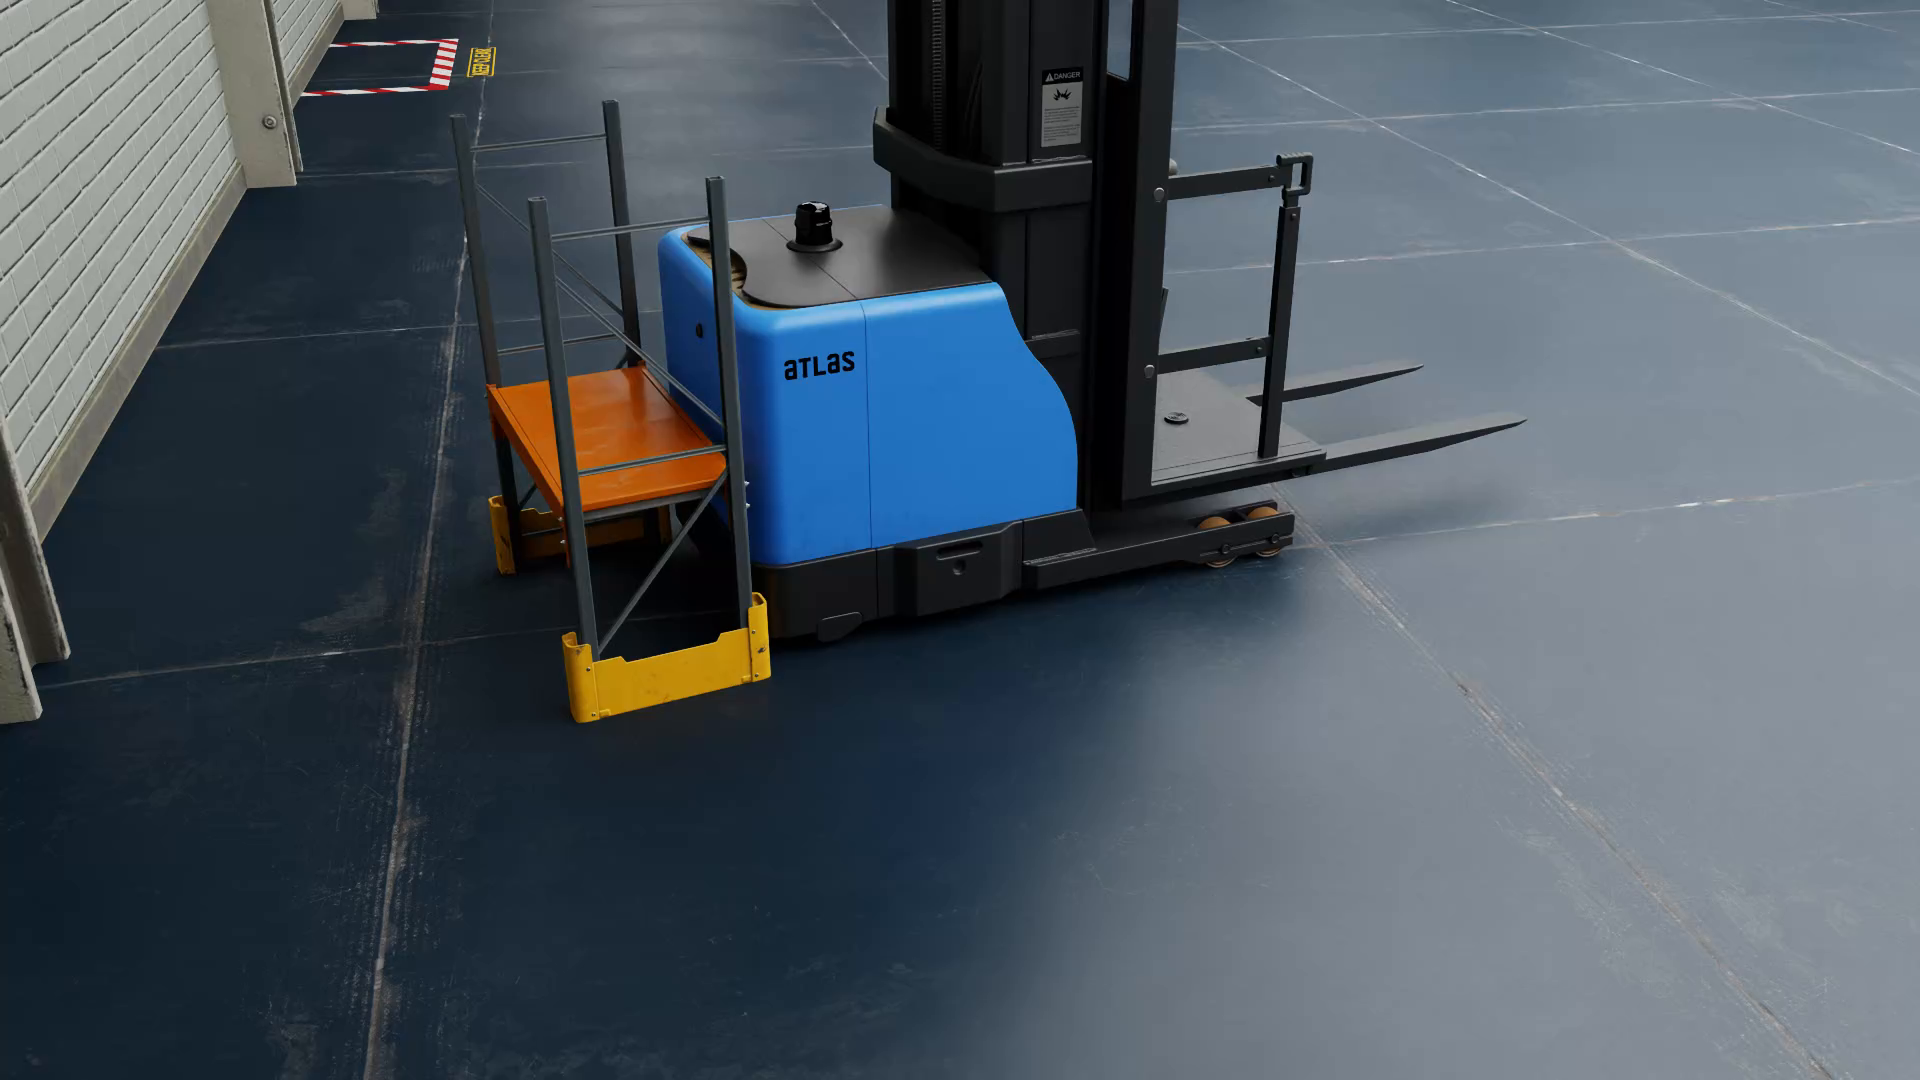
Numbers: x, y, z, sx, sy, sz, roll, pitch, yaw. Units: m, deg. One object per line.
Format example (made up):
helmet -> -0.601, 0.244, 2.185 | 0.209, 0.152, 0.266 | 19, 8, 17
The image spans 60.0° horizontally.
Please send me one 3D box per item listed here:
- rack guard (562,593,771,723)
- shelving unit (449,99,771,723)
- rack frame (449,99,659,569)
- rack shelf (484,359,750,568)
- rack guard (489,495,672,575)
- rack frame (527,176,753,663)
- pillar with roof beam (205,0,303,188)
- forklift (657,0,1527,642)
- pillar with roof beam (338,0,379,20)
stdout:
rack guard -> -0.839, 0.337, 4.804 | 0.587, 0.250, 0.087 | -12, 29, -23
shelving unit -> -1.056, -0.423, 4.923 | 0.587, 1.500, 1.083 | -12, 29, -23
rack frame -> -1.273, -0.626, 5.324 | 0.500, 1.500, 0.032 | -12, 29, -23
rack shelf -> -1.052, -0.259, 4.997 | 0.538, 0.185, 1.000 | -12, 29, -23
rack guard -> -1.271, -0.067, 5.605 | 0.587, 0.250, 0.087 | -12, 29, -23
rack frame -> -0.832, -0.213, 4.507 | 0.500, 1.500, 0.032 | -12, 29, -23
pillar with roof beam -> 0.020, -6.648, 8.935 | 9.100, 9.000, 0.400 | -6, 27, -12
forklift -> 0.578, -1.422, 5.315 | 3.031, 2.935, 1.130 | -11, 29, -21
pillar with roof beam -> -1.332, -9.282, 14.154 | 9.100, 9.000, 0.400 | -6, 27, -12
